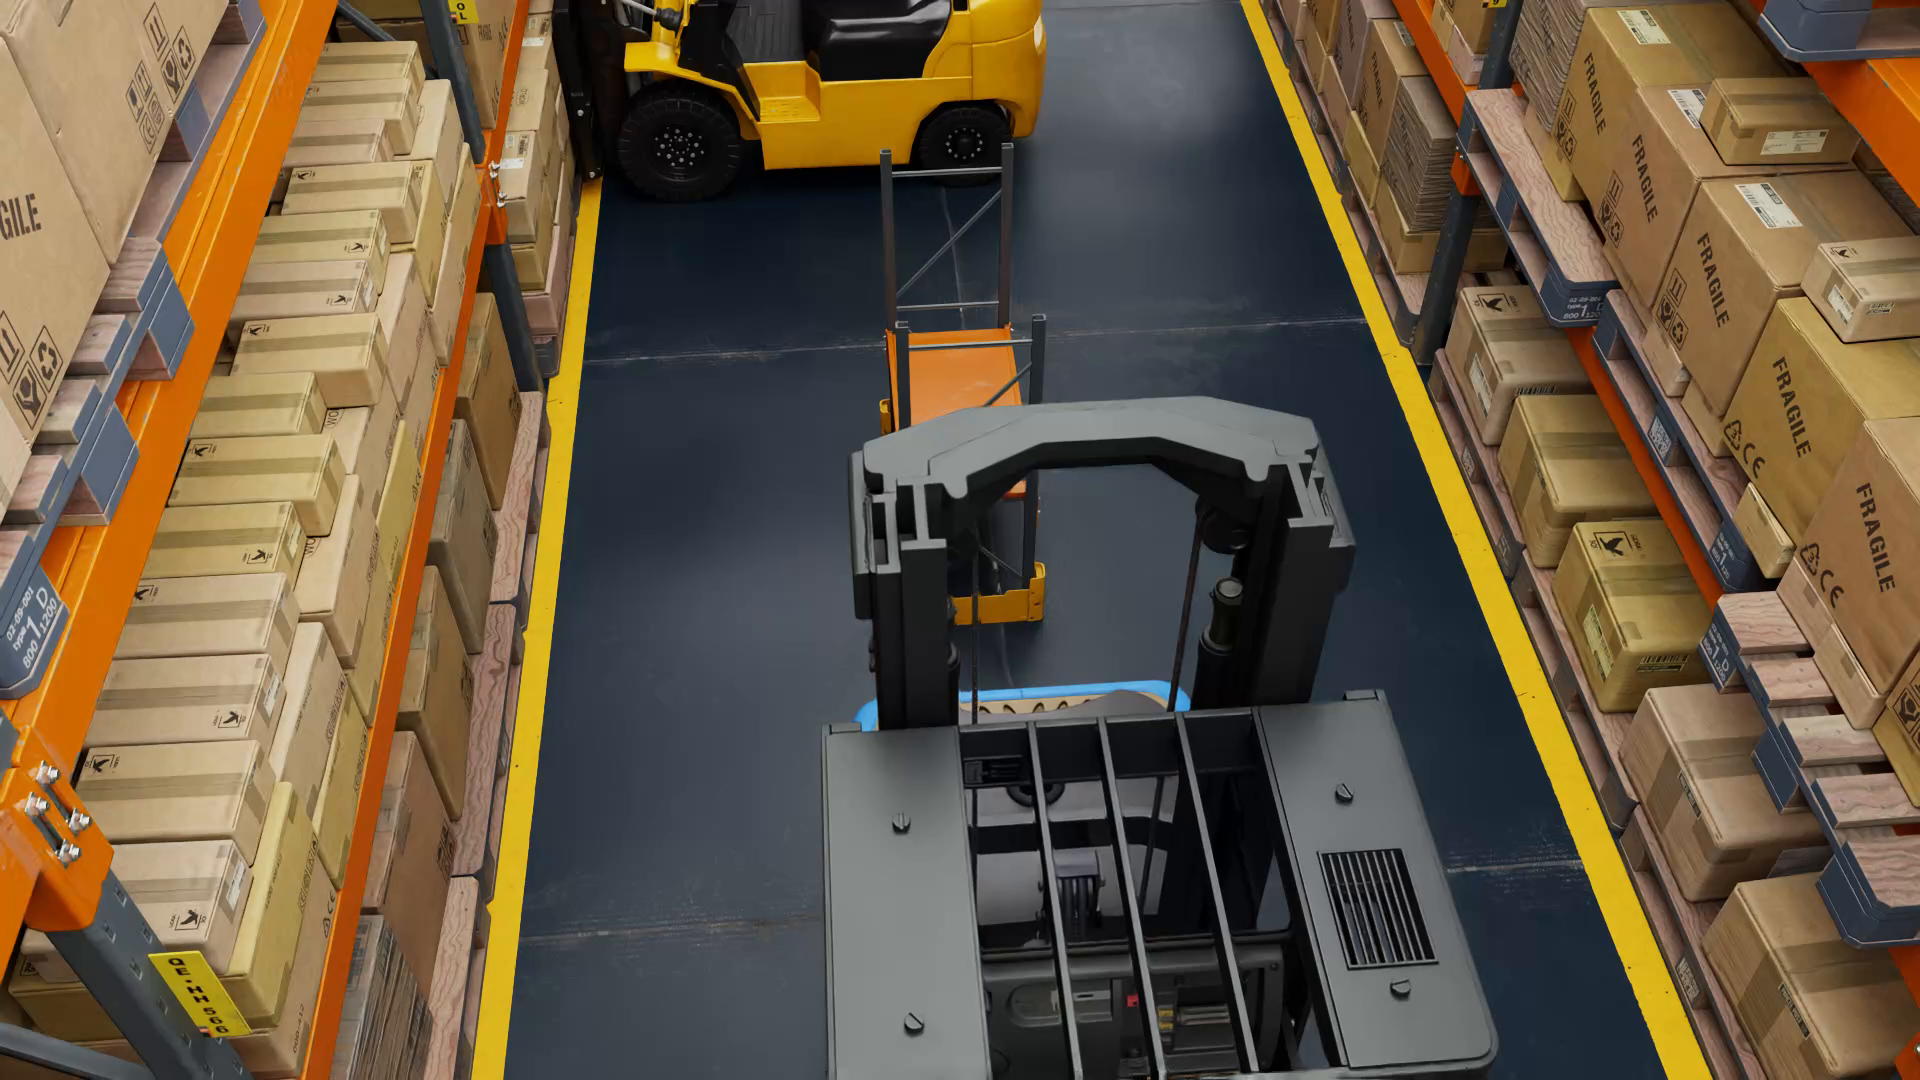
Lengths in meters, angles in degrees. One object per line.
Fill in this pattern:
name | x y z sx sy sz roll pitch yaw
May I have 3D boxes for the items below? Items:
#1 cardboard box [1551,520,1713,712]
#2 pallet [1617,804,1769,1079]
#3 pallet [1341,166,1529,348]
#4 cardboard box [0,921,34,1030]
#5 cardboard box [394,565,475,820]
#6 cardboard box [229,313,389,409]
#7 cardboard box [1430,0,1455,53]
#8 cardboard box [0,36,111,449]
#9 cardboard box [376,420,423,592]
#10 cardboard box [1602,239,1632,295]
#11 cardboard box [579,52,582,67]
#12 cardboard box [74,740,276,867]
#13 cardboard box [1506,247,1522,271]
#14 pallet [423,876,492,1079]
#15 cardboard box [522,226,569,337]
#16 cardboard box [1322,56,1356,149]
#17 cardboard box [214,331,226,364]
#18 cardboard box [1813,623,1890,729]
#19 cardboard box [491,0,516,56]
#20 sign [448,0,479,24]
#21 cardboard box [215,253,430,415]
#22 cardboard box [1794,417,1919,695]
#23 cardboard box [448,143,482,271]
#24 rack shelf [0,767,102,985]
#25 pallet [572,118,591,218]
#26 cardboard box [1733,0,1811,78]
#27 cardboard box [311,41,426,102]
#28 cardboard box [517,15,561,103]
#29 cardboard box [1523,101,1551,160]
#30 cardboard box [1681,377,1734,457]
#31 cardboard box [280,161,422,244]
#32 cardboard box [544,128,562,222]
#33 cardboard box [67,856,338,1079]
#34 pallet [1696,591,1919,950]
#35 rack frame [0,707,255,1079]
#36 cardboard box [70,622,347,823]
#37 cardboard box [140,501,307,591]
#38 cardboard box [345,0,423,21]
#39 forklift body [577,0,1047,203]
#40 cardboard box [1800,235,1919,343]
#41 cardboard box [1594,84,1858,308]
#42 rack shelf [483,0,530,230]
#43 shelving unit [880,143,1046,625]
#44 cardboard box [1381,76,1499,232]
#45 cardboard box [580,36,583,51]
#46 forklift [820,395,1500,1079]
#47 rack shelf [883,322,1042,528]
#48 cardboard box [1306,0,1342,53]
cardboard box | 2.763 0.261 6.094 0.950 0.372 0.625 -2 47 -2
pallet | 2.864 1.387 5.427 1.003 0.211 1.213 -3 47 -3
pallet | 2.501 -1.425 8.091 1.003 0.211 1.213 -3 47 -3
cardboard box | -2.333 0.870 3.756 0.500 0.250 0.500 -3 47 -2
cardboard box | -2.176 0.559 5.637 0.875 0.625 0.625 -5 47 -5
cardboard box | -1.868 -0.510 4.788 0.380 0.149 0.250 -5 47 -4
cardboard box | 2.234 -2.208 7.084 0.380 0.149 0.250 -3 47 -2
cardboard box | -1.836 -0.485 2.787 0.500 0.500 0.500 -3 47 -3
cardboard box | -1.941 -0.098 5.016 0.500 0.250 0.500 -2 47 -2
cardboard box | 2.416 -0.969 5.622 0.380 0.149 0.250 -3 47 -3
cardboard box | -2.203 -2.271 8.575 0.500 0.250 0.500 -2 47 -2
cardboard box | -1.775 0.599 3.737 0.380 0.149 0.250 -3 47 -2
cardboard box | 2.812 -1.542 7.886 0.500 0.250 0.500 -5 47 -5
pallet | -2.048 1.659 5.170 1.003 0.211 1.213 -3 47 -3
cardboard box | -2.064 -1.165 7.528 0.500 0.250 0.500 -3 47 -3
cardboard box | 2.183 -2.263 8.569 0.500 0.250 0.500 -3 47 -3
cardboard box | -2.503 -0.597 5.145 0.500 0.250 0.500 -5 47 -4
cardboard box | 2.505 0.344 4.379 0.380 0.149 0.250 -4 47 -4
cardboard box | -2.190 -2.343 6.970 0.500 0.500 0.500 -3 47 -3
sign | -1.813 -2.007 5.978 0.100 0.325 0.005 -3 47 -3
cardboard box | -1.970 -0.634 5.180 0.500 0.250 0.500 -3 47 -3
cardboard box | 2.558 0.028 4.231 0.500 0.500 0.500 -4 47 -4
cardboard box | -2.050 -1.195 6.056 0.500 0.250 0.500 -3 47 -2
rack shelf | -1.851 1.961 1.393 1.077 0.370 4.000 -3 47 -3
pallet | -2.483 -2.099 8.729 1.003 0.211 1.213 -3 47 -3
cardboard box | 2.903 -1.502 5.680 0.500 0.500 0.500 -3 47 -3
cardboard box | -2.103 -1.619 5.839 0.380 0.149 0.250 -2 47 -2
cardboard box | -2.167 -2.237 7.855 0.500 0.250 0.500 -2 47 -2
cardboard box | 2.324 -1.539 6.162 0.380 0.149 0.250 -3 47 -3
cardboard box | 2.457 -0.403 5.086 0.380 0.149 0.250 -5 47 -5
cardboard box | -1.942 -1.071 5.320 0.380 0.149 0.250 -5 47 -5
cardboard box | -2.130 -1.699 7.690 0.500 0.250 0.500 -4 47 -4
cardboard box | -1.812 1.014 3.963 0.500 0.250 0.500 -3 47 -3
pallet | 2.762 0.551 4.431 1.213 0.211 1.003 -3 47 -3
rack frame | -2.015 1.298 3.591 0.949 2.616 0.053 -3 47 -3
cardboard box | -1.853 0.480 4.125 0.500 0.250 0.500 -2 47 -2
cardboard box | -1.908 0.047 4.261 0.380 0.149 0.250 -3 47 -3
cardboard box | -2.118 -2.100 6.293 0.380 0.149 0.250 -4 47 -4
forklift body | -0.711 -2.937 8.186 2.313 2.155 1.214 -3 47 -3
cardboard box | 2.509 -0.677 4.452 0.380 0.149 0.250 -6 47 -5
cardboard box | 2.416 -1.104 5.303 0.500 0.500 0.500 -4 47 -4
rack shelf | -2.521 -2.795 7.963 1.077 0.370 4.000 -3 47 -3
shelving unit | -0.006 -0.571 6.394 0.587 1.500 1.083 -3 47 -3
cardboard box | 2.276 -1.769 7.584 0.500 0.500 0.500 -4 47 -4
cardboard box | -2.241 -2.792 8.725 0.500 0.250 0.500 -4 47 -4
forklift | 0.300 1.243 3.690 1.130 2.935 3.031 -3 47 -3
rack shelf | -0.007 -0.454 6.531 0.538 0.185 1.000 -3 47 -3
cardboard box | 2.134 -2.892 8.647 0.500 0.500 0.500 -3 47 -3
